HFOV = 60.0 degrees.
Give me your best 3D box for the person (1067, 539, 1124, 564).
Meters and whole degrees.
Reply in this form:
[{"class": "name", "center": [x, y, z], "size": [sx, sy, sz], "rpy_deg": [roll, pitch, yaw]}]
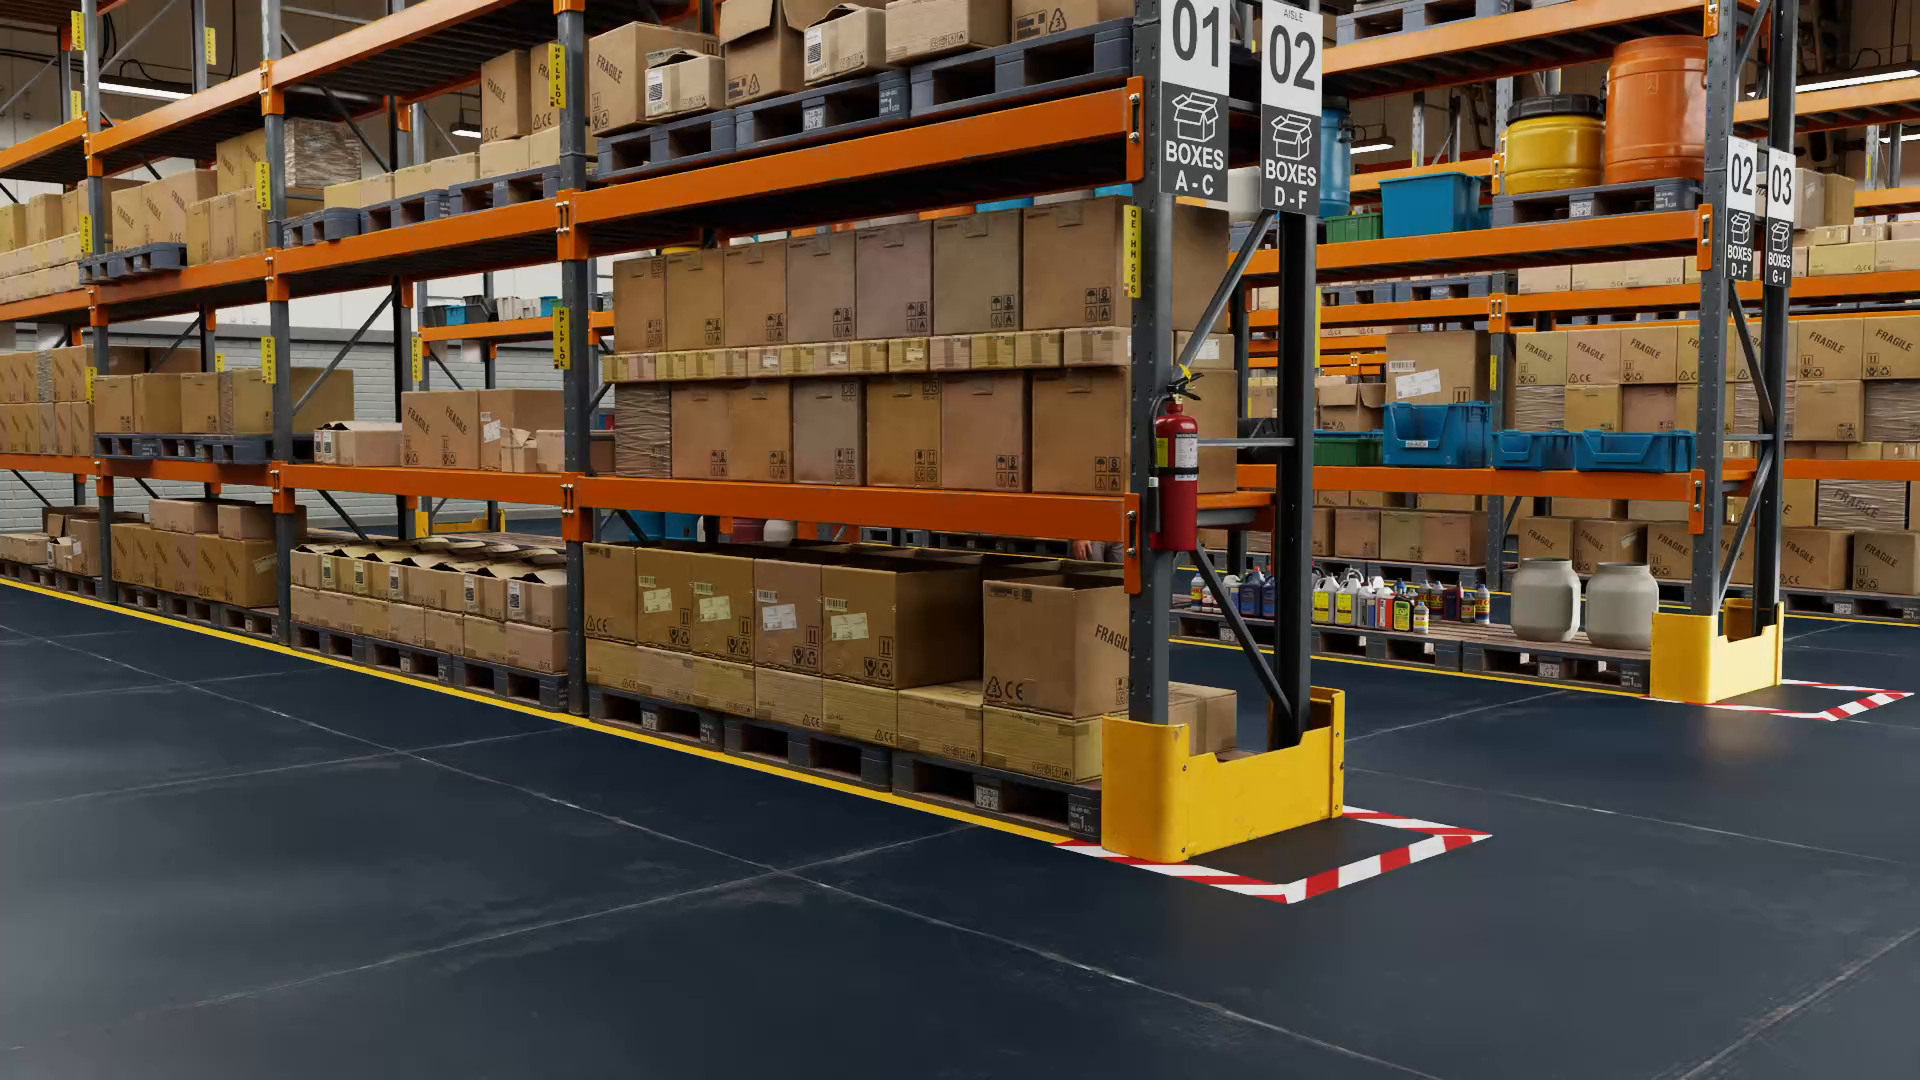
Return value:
[{"class": "person", "center": [0.875, -0.002, 10.475], "size": [0.581, 1.721, 0.419], "rpy_deg": [-4, 5, -43]}]
